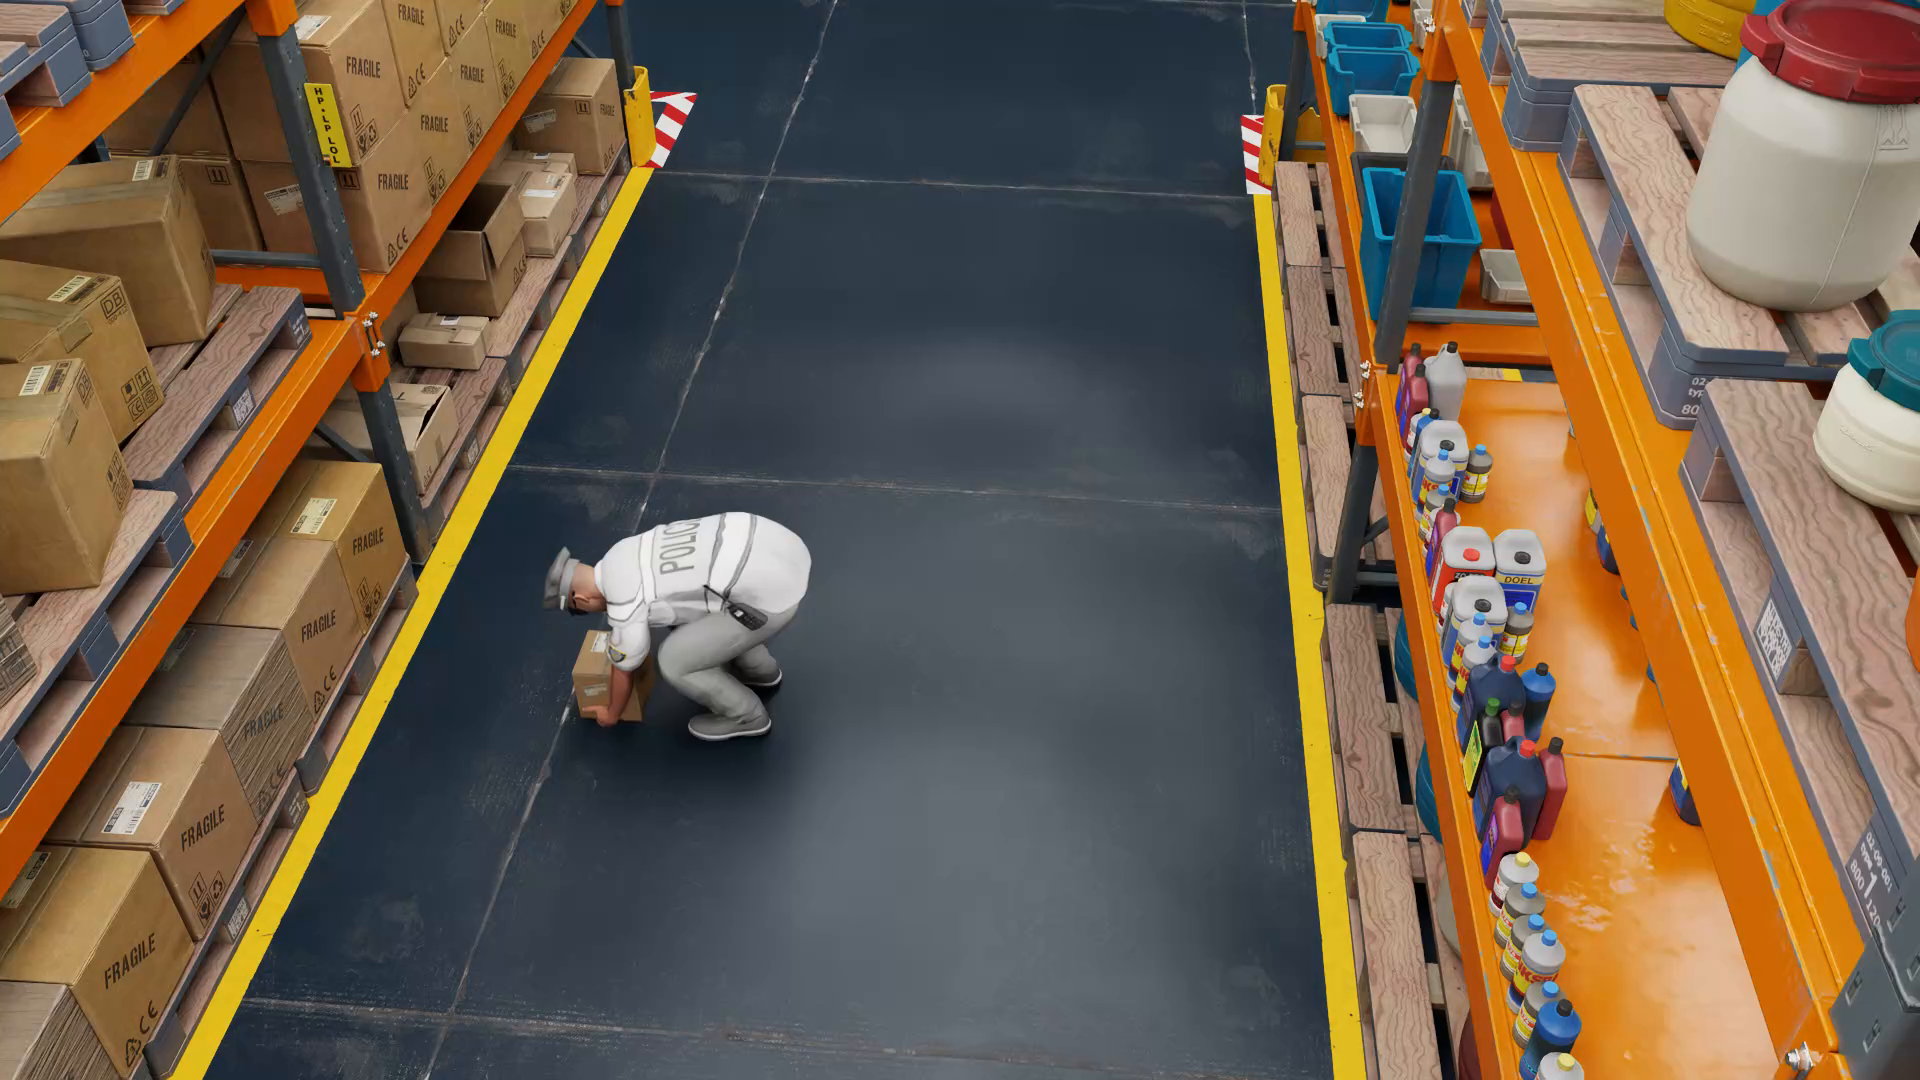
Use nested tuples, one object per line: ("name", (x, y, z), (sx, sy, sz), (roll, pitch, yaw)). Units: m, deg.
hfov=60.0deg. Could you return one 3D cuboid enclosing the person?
("person", (-1.082, 0.320, 6.443), (1.028, 0.913, 0.543), (2, 40, 2))
